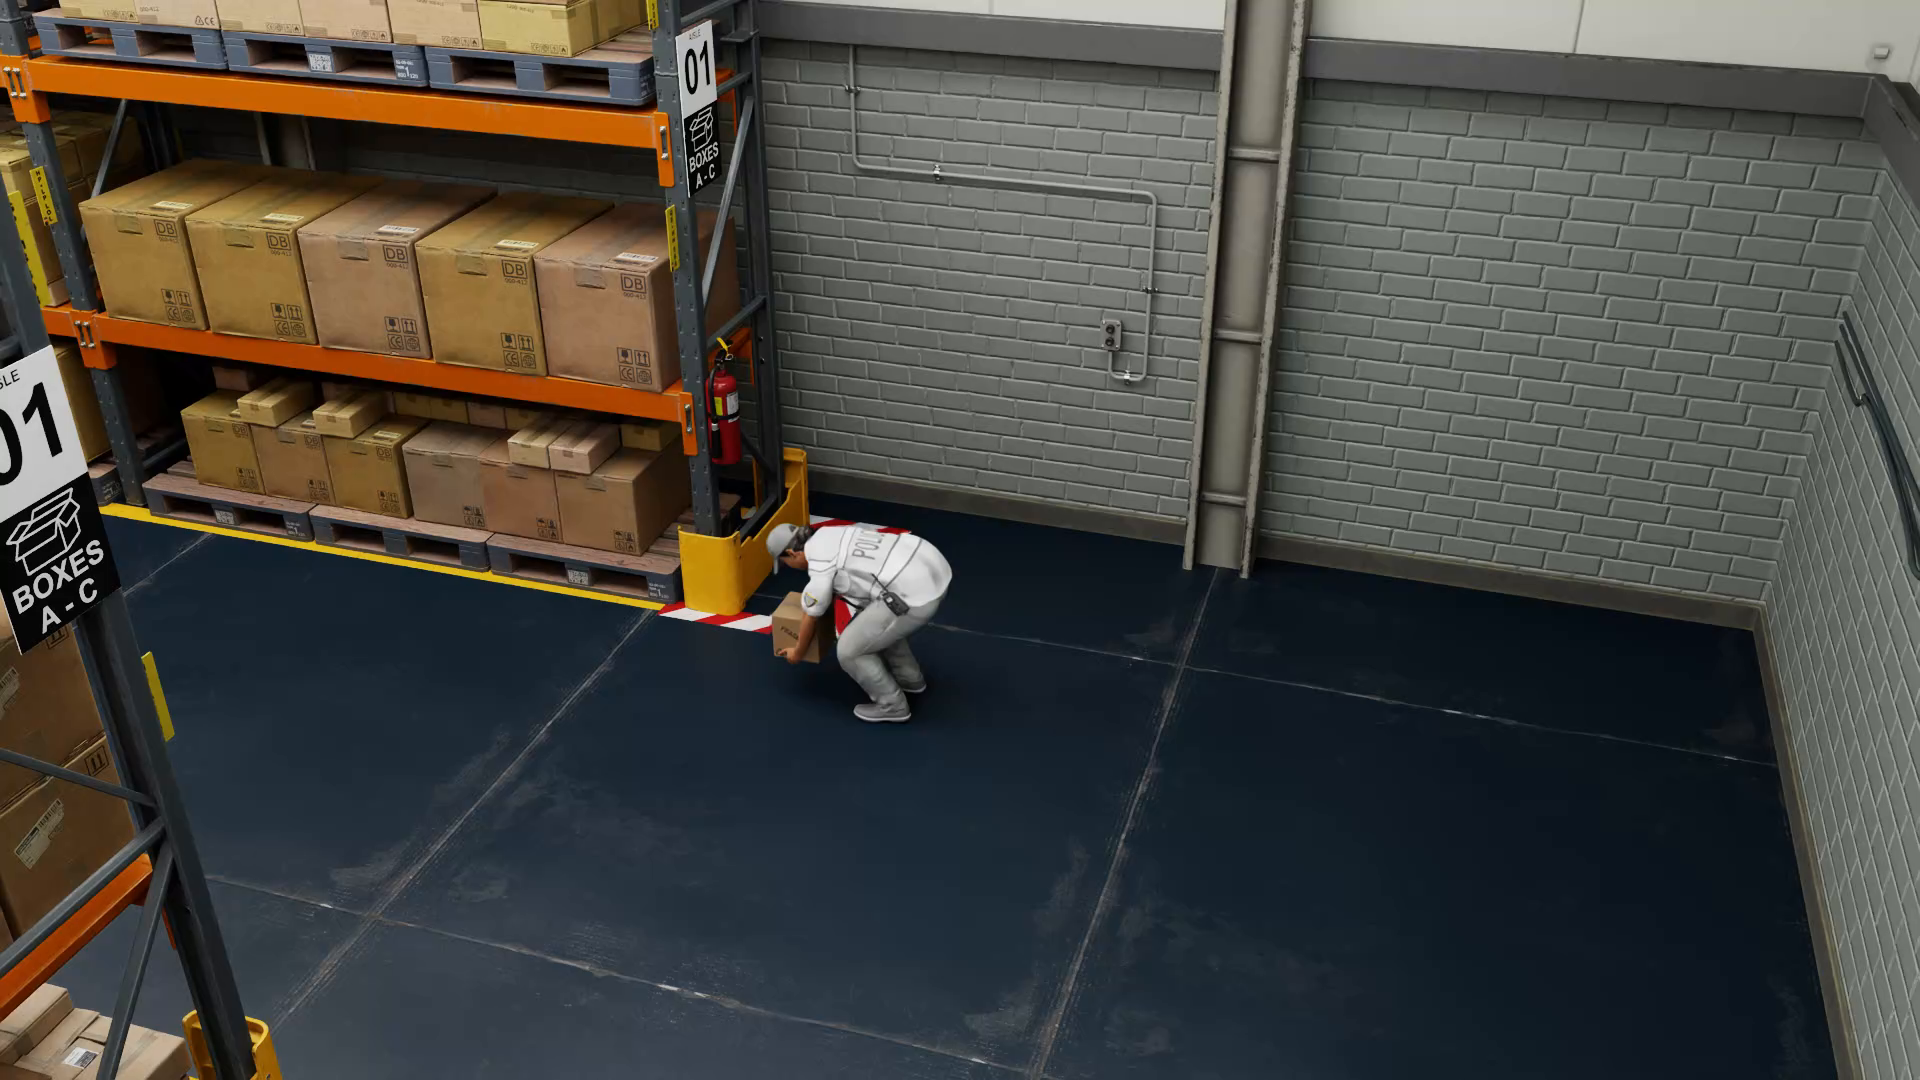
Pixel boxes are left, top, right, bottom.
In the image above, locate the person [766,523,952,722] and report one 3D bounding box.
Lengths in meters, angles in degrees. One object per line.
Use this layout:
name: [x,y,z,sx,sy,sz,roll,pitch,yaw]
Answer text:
person: [-0.514,0.395,8.479,0.938,0.999,0.515,7,30,12]
